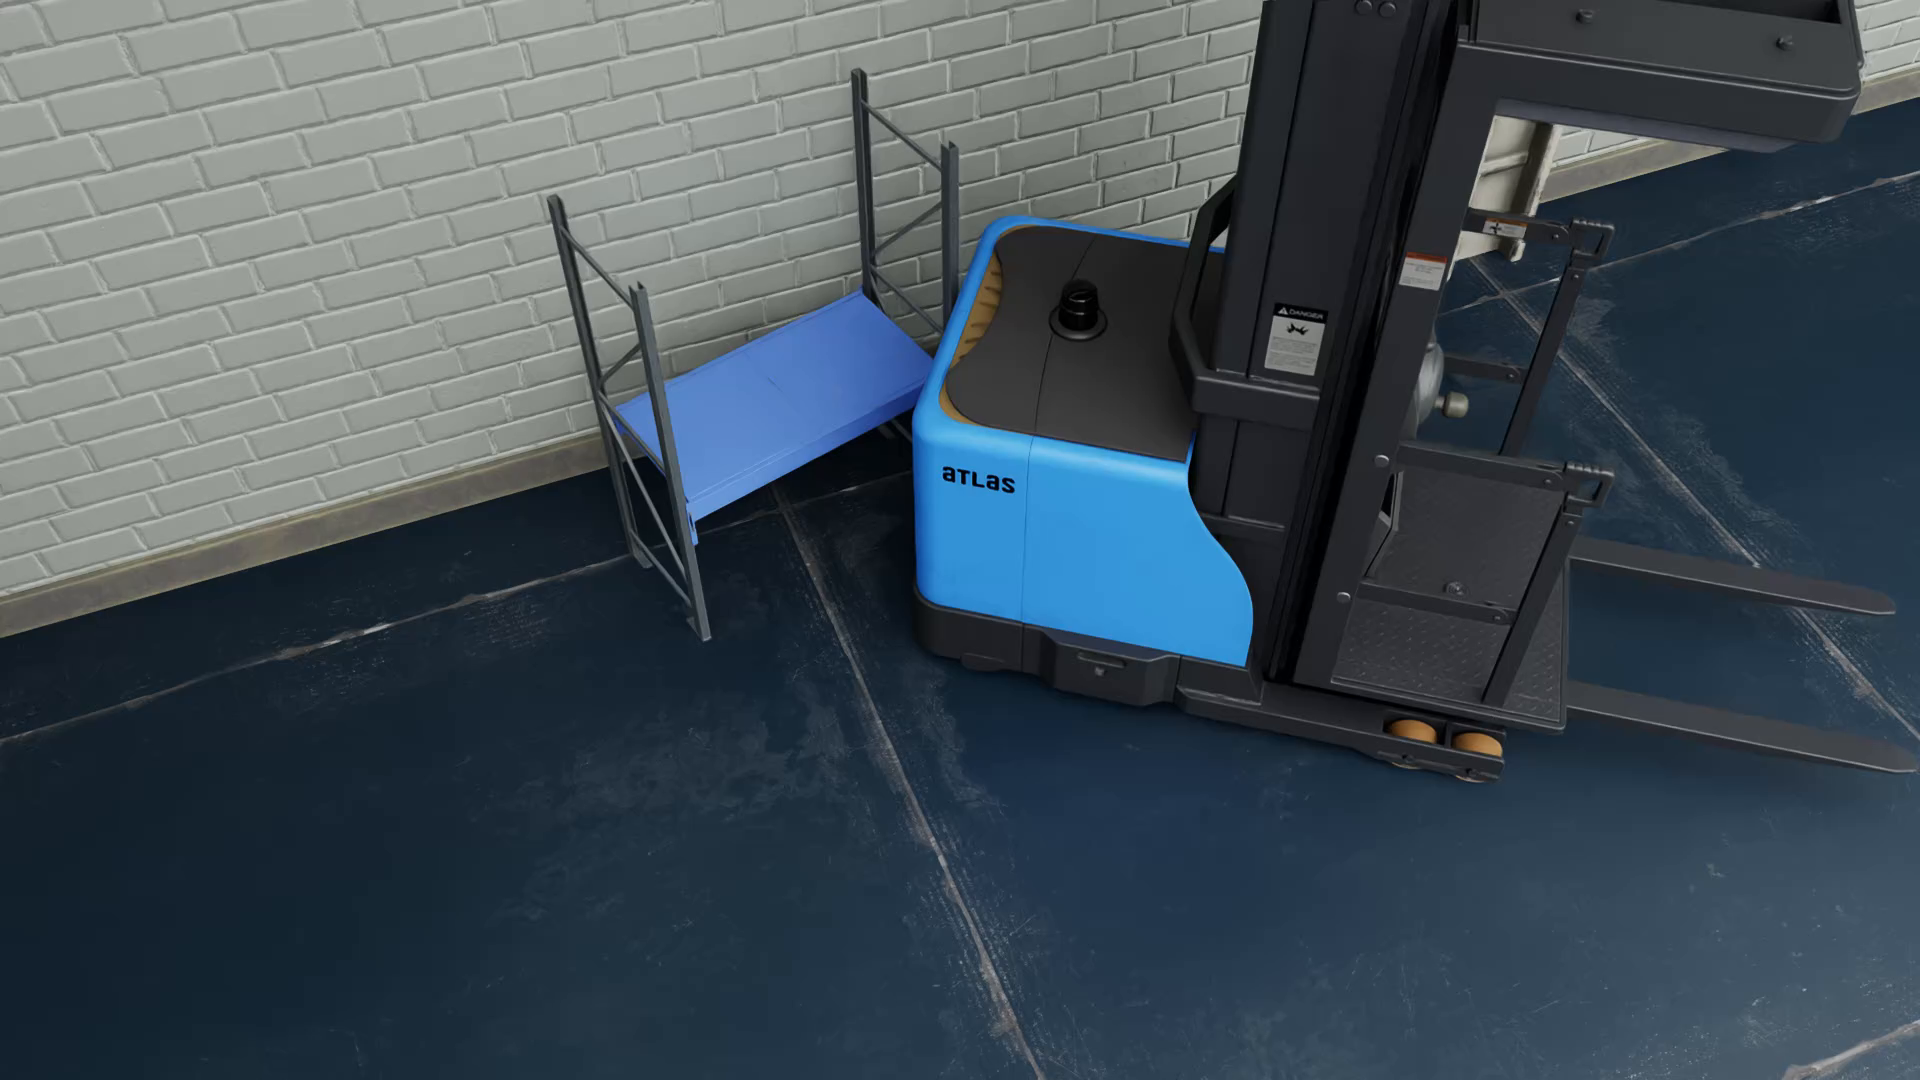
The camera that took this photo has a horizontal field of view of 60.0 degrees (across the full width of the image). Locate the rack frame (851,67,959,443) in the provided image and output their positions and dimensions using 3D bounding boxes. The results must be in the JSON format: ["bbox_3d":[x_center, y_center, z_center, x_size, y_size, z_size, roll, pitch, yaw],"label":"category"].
[{"bbox_3d":[-0.166,-0.773,5.426,0.032,1.500,0.500,-30,56,-23],"label":"rack frame"}]

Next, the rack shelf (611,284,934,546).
[{"bbox_3d":[-0.573,-0.425,5.363,1.000,0.185,0.538,-30,56,-23],"label":"rack shelf"}]

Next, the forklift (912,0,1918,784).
[{"bbox_3d":[1.424,-0.660,4.385,3.031,2.935,1.130,11,50,9],"label":"forklift"}]

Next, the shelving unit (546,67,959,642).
[{"bbox_3d":[-0.573,-0.542,5.227,1.048,1.500,0.538,-30,56,-23],"label":"shelving unit"}]

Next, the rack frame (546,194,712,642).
[{"bbox_3d":[-0.979,-0.310,5.028,0.032,1.500,0.500,-30,56,-23],"label":"rack frame"}]

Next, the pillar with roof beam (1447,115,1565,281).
[{"bbox_3d":[3.662,-1.098,0.762,0.400,9.000,9.100,-17,52,-14],"label":"pillar with roof beam"}]
